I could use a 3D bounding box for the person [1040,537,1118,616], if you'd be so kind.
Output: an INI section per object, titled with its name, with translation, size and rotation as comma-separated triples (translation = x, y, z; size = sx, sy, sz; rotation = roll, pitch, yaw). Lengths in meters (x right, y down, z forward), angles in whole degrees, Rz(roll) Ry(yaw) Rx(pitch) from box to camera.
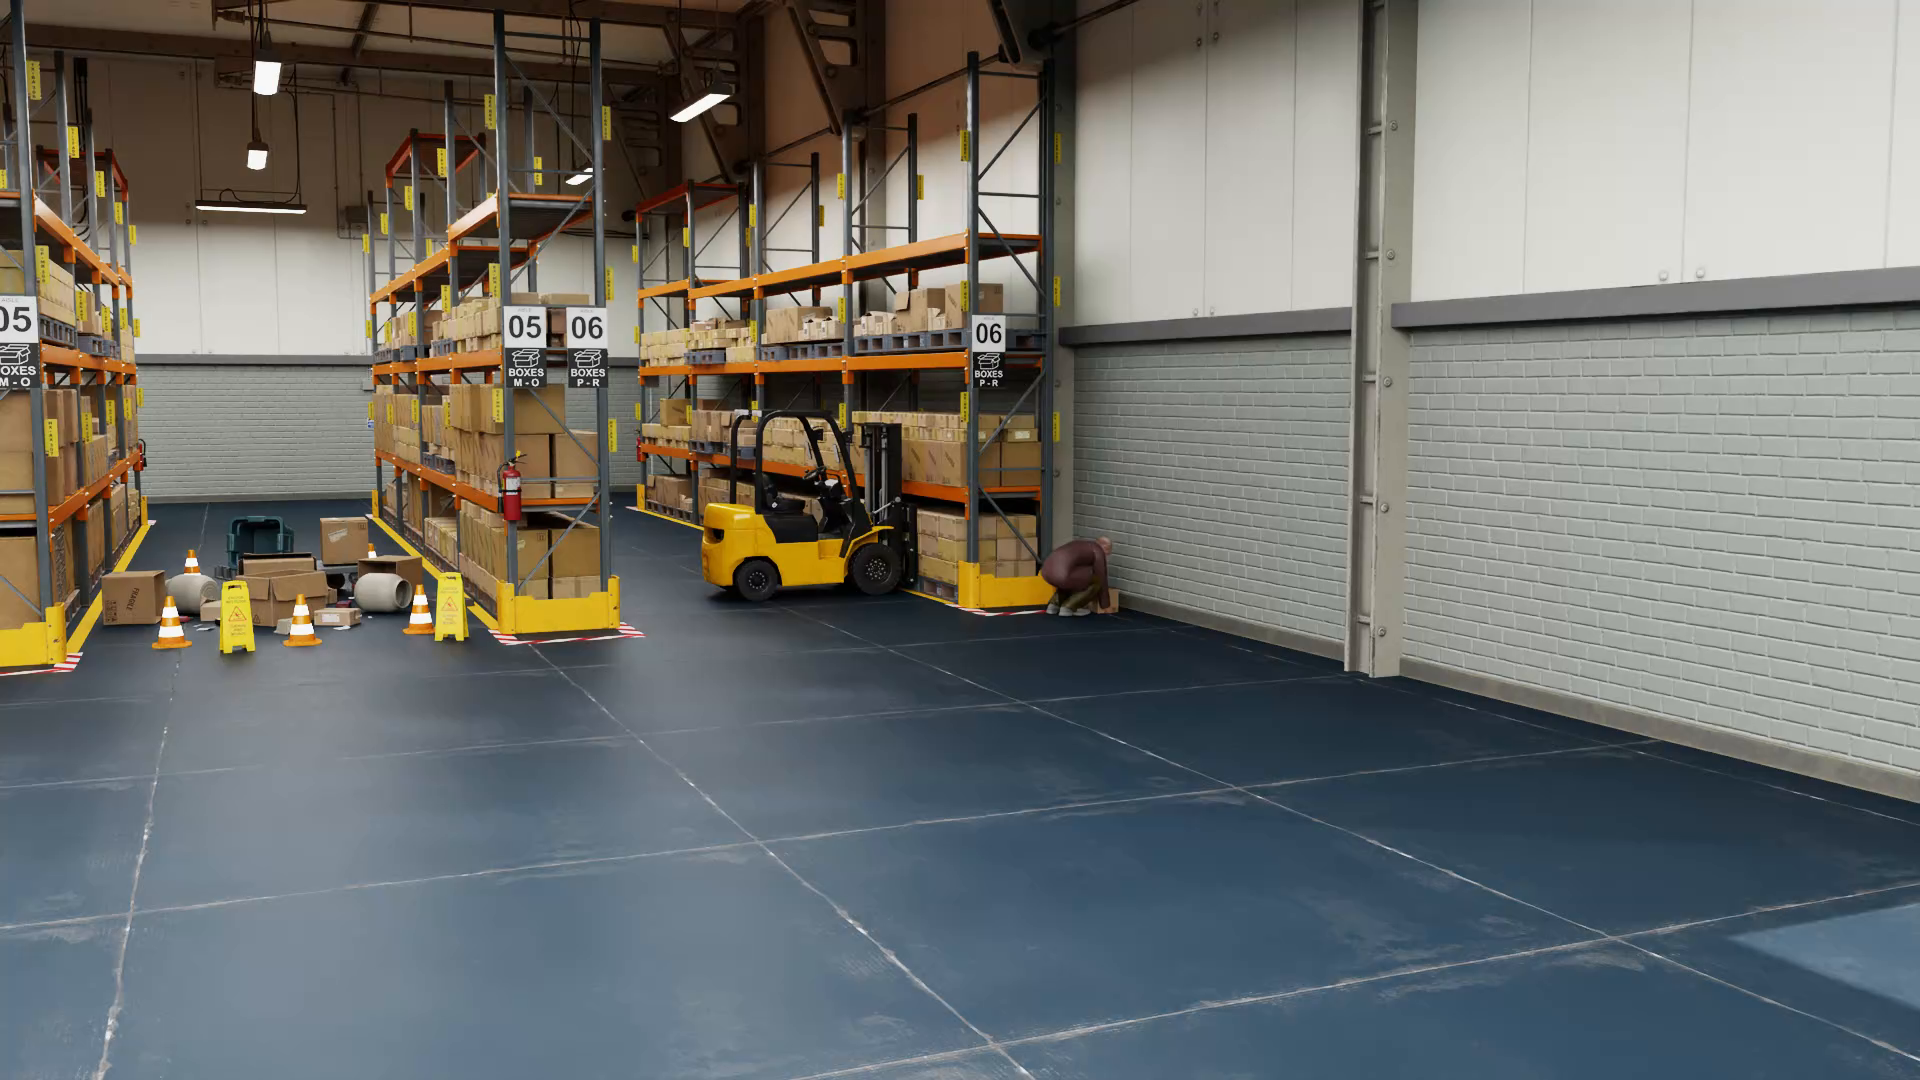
[person]
translation = 1.279, 0.427, 17.778
size = 0.918, 0.831, 0.578
rotation = -3, 6, -32
